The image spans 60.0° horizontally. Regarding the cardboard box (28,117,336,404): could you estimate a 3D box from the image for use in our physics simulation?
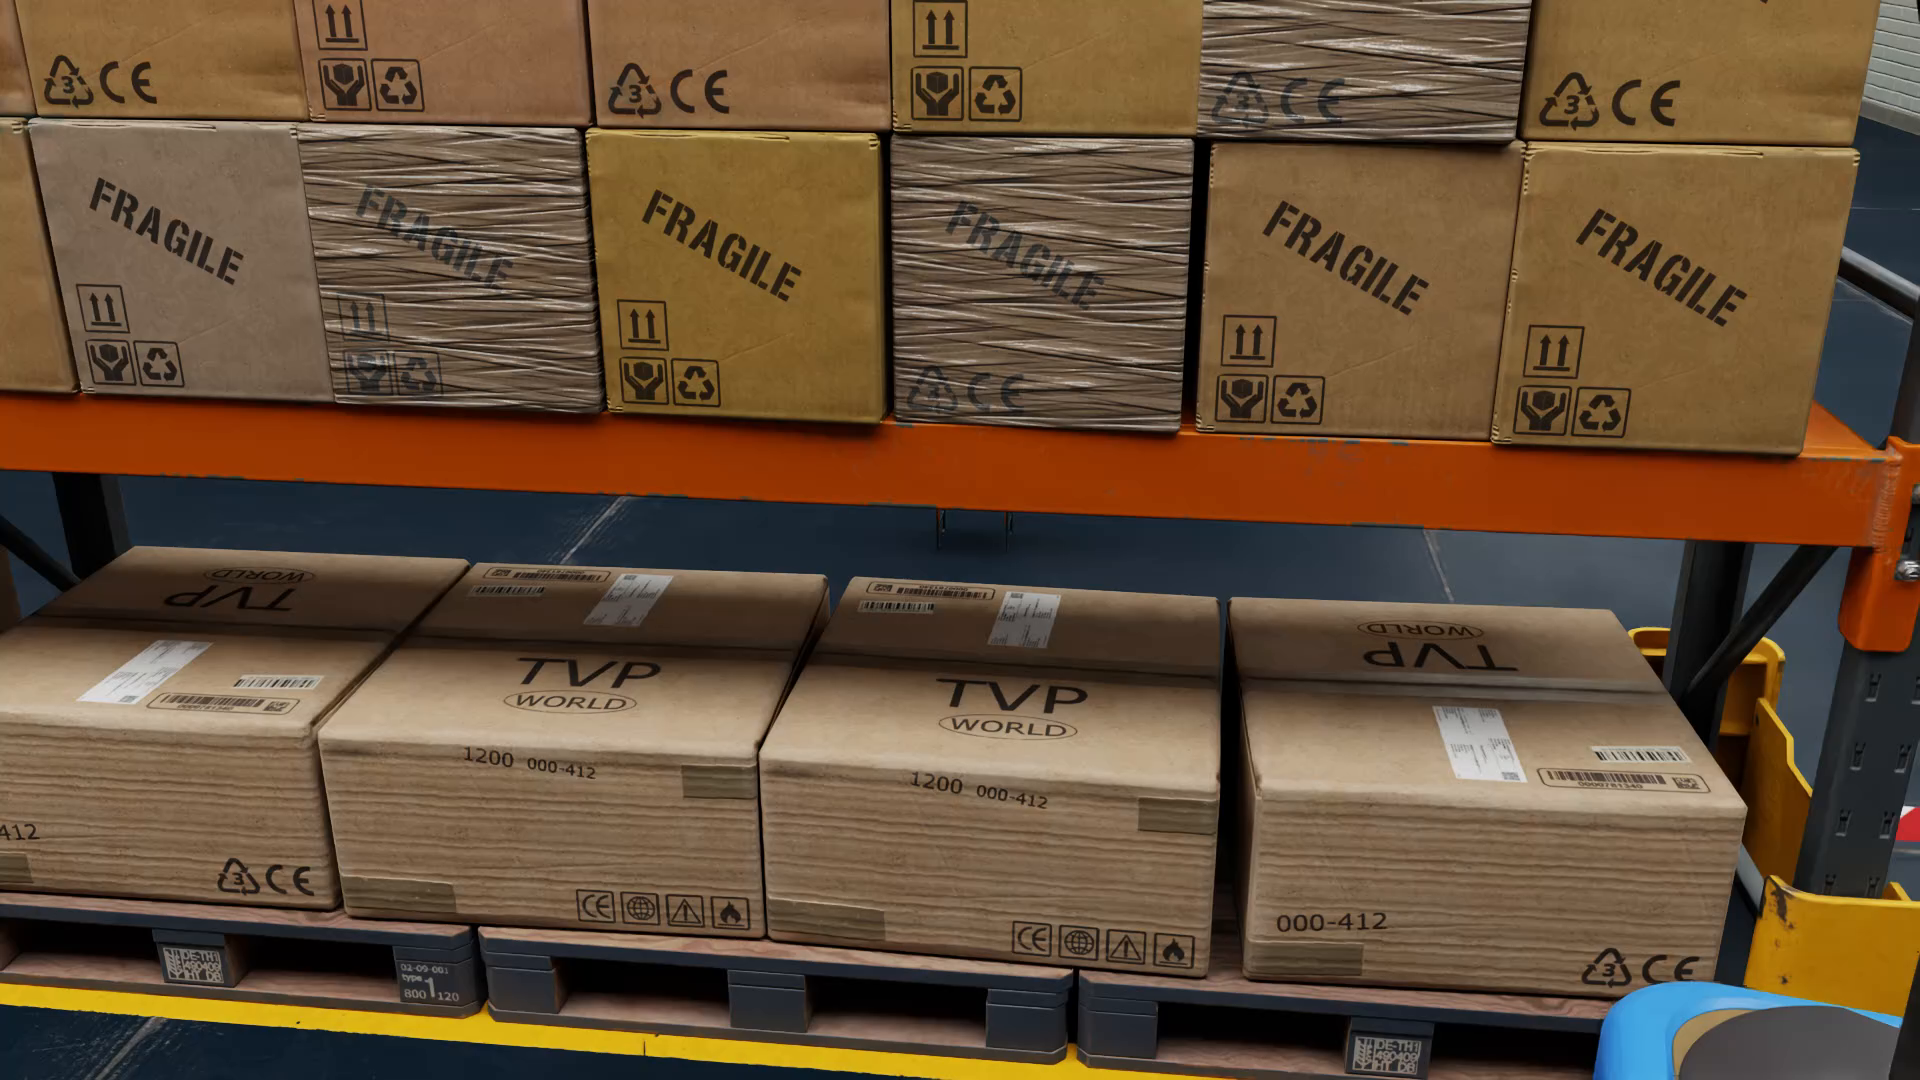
[{"bbox_3d":[-1.352,-0.580,3.192,0.500,0.500,0.500,3,22,7],"label":"cardboard box"}]

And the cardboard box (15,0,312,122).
[{"bbox_3d":[-1.341,-1.051,3.023,0.500,0.500,0.500,2,22,6],"label":"cardboard box"}]

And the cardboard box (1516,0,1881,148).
[{"bbox_3d":[1.179,-0.945,2.755,0.500,0.500,0.500,3,22,8],"label":"cardboard box"}]

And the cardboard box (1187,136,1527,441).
[{"bbox_3d":[0.679,-0.498,2.983,0.500,0.500,0.500,2,22,5],"label":"cardboard box"}]

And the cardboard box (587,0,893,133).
[{"bbox_3d":[-0.333,-1.002,2.899,0.500,0.500,0.500,2,22,6],"label":"cardboard box"}]

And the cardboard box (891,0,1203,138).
[{"bbox_3d":[0.166,-0.980,2.842,0.500,0.500,0.500,2,22,6],"label":"cardboard box"}]

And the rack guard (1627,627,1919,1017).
[{"bbox_3d":[1.710,0.664,3.581,0.348,0.500,1.175,2,22,6],"label":"rack guard"}]

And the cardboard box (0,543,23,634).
[{"bbox_3d":[-2.912,0.122,3.870,0.875,0.875,0.875,3,22,8],"label":"cardboard box"}]

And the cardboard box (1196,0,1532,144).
[{"bbox_3d":[0.657,-0.957,2.785,0.500,0.500,0.500,3,22,6],"label":"cardboard box"}]

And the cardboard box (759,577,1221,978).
[{"bbox_3d":[0.109,0.468,3.591,0.875,0.438,0.875,3,22,8],"label":"cardboard box"}]

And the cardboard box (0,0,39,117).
[{"bbox_3d":[-1.842,-1.075,3.084,0.500,0.500,0.500,3,22,7],"label":"cardboard box"}]

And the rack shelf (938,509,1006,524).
[{"bbox_3d":[0.053,-0.218,5.847,0.240,0.259,0.215,2,22,6],"label":"rack shelf"}]

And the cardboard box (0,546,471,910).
[{"bbox_3d":[-1.676,0.390,3.788,0.875,0.438,0.875,2,22,6],"label":"cardboard box"}]

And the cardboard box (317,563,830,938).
[{"bbox_3d":[-0.786,0.428,3.691,0.875,0.438,0.875,2,22,5],"label":"cardboard box"}]

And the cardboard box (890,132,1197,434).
[{"bbox_3d":[0.167,-0.517,3.030,0.500,0.500,0.500,3,22,8],"label":"cardboard box"}]

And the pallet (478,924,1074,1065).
[{"bbox_3d":[-0.326,0.737,3.788,1.213,0.211,1.003,2,22,6],"label":"pallet"}]

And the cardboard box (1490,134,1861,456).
[{"bbox_3d":[1.176,-0.471,2.914,0.500,0.500,0.500,3,22,7],"label":"cardboard box"}]

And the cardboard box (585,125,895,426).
[{"bbox_3d":[-0.347,-0.534,3.075,0.500,0.500,0.500,3,22,8],"label":"cardboard box"}]

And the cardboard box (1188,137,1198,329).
[{"bbox_3d":[0.737,-0.684,3.453,0.500,0.500,0.500,2,22,6],"label":"cardboard box"}]

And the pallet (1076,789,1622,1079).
[{"bbox_3d":[0.883,0.791,3.652,1.213,0.211,1.003,2,22,6],"label":"pallet"}]

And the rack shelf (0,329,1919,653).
[{"bbox_3d":[-0.300,-0.252,3.476,4.000,0.370,1.077,2,22,6],"label":"rack shelf"}]

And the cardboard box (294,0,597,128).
[{"bbox_3d":[-0.834,-1.025,2.957,0.500,0.500,0.500,3,22,7],"label":"cardboard box"}]

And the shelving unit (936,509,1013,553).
[{"bbox_3d":[0.053,-0.486,5.741,0.252,1.050,0.215,2,22,6],"label":"shelving unit"}]

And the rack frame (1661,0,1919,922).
[{"bbox_3d":[1.686,-0.500,3.124,0.127,3.000,1.000,2,22,6],"label":"rack frame"}]

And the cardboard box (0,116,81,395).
[{"bbox_3d":[-1.851,-0.604,3.251,0.500,0.500,0.500,3,22,8],"label":"cardboard box"}]

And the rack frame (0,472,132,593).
[{"bbox_3d":[-2.286,-0.673,3.562,0.127,3.000,1.000,2,22,6],"label":"rack frame"}]

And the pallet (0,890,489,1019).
[{"bbox_3d":[-1.541,0.685,3.919,1.213,0.211,1.003,2,22,6],"label":"pallet"}]

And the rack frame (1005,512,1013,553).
[{"bbox_3d":[0.174,-0.481,5.728,0.008,1.050,0.200,2,22,6],"label":"rack frame"}]

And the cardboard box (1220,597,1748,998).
[{"bbox_3d":[1.019,0.504,3.498,0.875,0.438,0.875,2,22,4],"label":"cardboard box"}]

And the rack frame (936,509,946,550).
[{"bbox_3d":[-0.068,-0.491,5.754,0.008,1.050,0.200,2,22,6],"label":"rack frame"}]

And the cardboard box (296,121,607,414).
[{"bbox_3d":[-0.859,-0.556,3.131,0.500,0.500,0.500,3,22,7],"label":"cardboard box"}]
